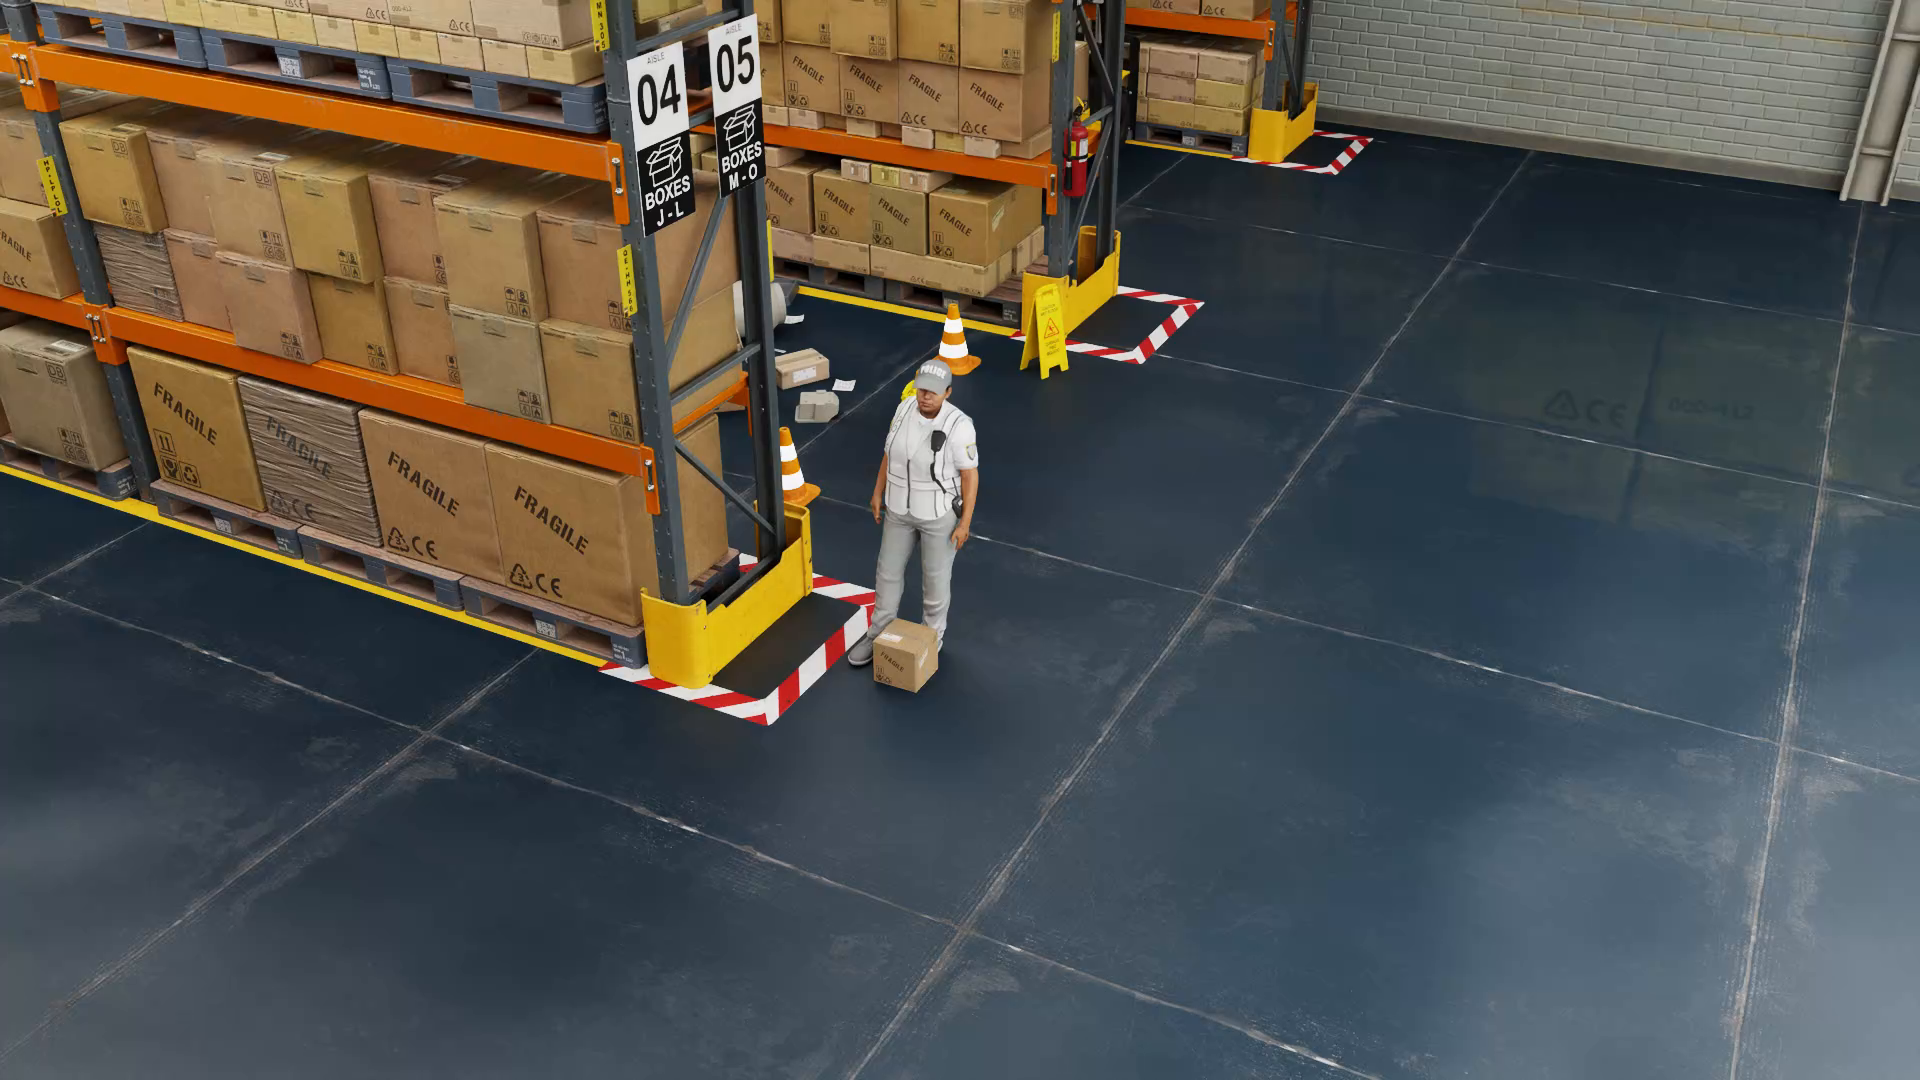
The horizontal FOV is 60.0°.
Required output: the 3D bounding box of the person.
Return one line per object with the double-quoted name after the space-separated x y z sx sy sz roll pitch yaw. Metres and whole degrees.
-0.231 -0.114 8.455 0.599 1.671 0.529 15 34 24 "person"
